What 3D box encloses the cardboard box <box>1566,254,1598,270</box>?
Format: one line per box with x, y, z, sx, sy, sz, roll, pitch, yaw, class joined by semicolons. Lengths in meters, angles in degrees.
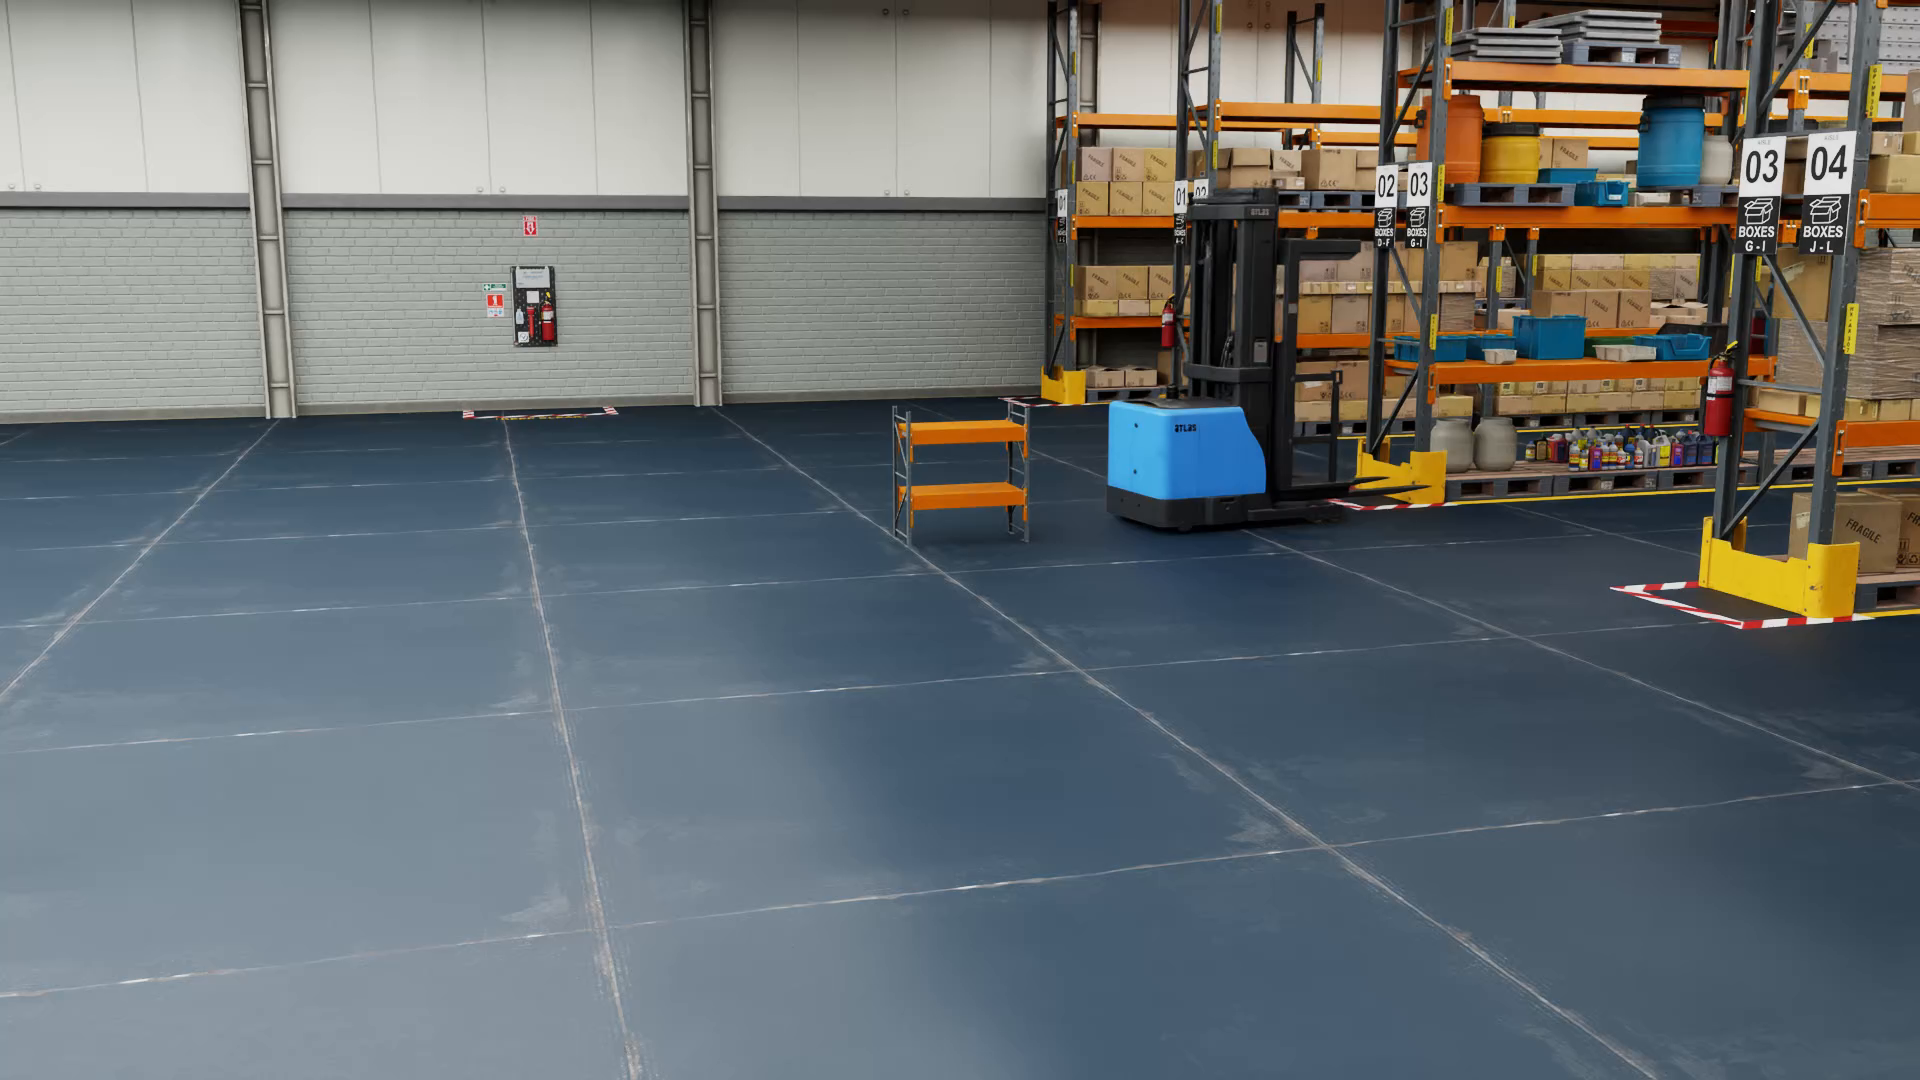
10.227;-4.619;27.626;0.500;0.250;0.500;-3;11;-17;cardboard box

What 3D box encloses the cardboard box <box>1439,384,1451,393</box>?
6.218;-2.230;22.237;0.500;0.500;0.500;-3;11;-16;cardboard box

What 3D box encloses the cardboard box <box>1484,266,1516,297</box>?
8.755;-4.279;27.515;0.500;0.500;0.700;-4;11;-23;cardboard box

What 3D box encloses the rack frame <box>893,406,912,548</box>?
-0.482;-0.528;13.807;0.032;1.125;0.500;-3;11;-16;rack frame

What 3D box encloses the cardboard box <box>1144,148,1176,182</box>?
2.944;-5.682;25.248;0.500;0.500;0.500;-3;11;-14;cardboard box

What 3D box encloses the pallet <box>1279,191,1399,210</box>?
4.770;-4.299;21.072;1.213;0.211;1.003;-3;11;-16;pallet

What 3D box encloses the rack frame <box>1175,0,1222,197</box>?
2.910;-5.724;20.283;0.127;3.000;1.000;-3;11;-16;rack frame

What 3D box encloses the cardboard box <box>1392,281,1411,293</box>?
5.572;-3.242;21.303;0.250;0.149;0.380;-3;11;-16;cardboard box

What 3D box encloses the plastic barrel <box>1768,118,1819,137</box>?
8.559;-3.900;17.276;0.708;0.901;0.600;-3;11;-16;plastic barrel

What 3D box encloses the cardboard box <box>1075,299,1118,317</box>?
2.079;-3.540;25.349;0.500;0.250;0.500;-3;11;-18;cardboard box

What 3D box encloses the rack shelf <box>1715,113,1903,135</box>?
12.511;-5.679;23.134;4.000;0.370;1.077;-3;11;-16;rack shelf

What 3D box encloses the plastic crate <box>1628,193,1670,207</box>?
6.703;-3.309;16.177;0.396;0.136;0.243;-3;11;-16;plastic crate

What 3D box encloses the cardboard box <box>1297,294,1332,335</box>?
4.343;-2.895;21.214;0.500;0.500;0.700;-3;11;-16;cardboard box

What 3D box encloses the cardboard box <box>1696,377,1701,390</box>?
10.157;-2.239;22.809;0.500;0.311;0.500;-3;11;-14;cardboard box

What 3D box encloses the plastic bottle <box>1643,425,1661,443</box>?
7.281;-1.034;17.482;0.185;0.351;0.144;-3;11;-16;plastic bottle

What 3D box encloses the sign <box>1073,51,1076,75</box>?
1.673;-6.989;24.356;0.005;0.325;0.100;-3;11;-16;sign

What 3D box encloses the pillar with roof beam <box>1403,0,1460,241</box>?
8.916;-6.326;23.553;0.548;9.000;9.100;-3;11;-16;pillar with roof beam

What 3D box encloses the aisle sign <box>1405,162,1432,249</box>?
4.304;-3.136;15.616;0.004;0.787;0.394;-3;11;-16;aisle sign

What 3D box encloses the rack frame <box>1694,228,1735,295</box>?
13.044;-4.242;28.802;0.127;3.000;1.000;-3;11;-16;rack frame

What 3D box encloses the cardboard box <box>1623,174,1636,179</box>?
11.153;-5.903;28.052;0.500;0.500;0.700;-3;11;-16;cardboard box

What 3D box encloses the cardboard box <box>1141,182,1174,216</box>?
2.936;-5.190;25.337;0.500;0.500;0.500;-2;11;-13;cardboard box

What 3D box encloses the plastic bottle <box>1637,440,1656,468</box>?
6.942;-0.875;16.823;0.135;0.276;0.152;-3;11;-15;plastic bottle

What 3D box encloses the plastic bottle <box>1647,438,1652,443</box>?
7.046;-0.903;16.953;0.133;0.283;0.061;-3;11;-16;plastic bottle

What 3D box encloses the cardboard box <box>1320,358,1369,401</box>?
4.928;-2.060;21.317;0.500;0.500;0.500;-3;11;-16;cardboard box

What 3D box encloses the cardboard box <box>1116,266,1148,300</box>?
2.542;-3.934;25.421;0.500;0.500;0.500;-3;11;-16;cardboard box

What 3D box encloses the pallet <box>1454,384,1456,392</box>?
8.452;-2.628;27.741;1.213;0.211;1.003;-3;11;-16;pallet

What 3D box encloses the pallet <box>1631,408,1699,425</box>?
9.790;-1.772;23.089;1.213;0.211;1.003;-3;11;-16;pallet

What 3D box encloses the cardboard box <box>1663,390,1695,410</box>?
9.660;-1.937;22.717;0.500;0.250;0.500;-3;11;-17;cardboard box

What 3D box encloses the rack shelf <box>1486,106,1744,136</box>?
8.671;-5.477;22.034;4.000;0.370;1.077;-3;11;-16;rack shelf

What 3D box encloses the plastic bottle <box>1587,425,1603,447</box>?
6.651;-1.028;17.449;0.185;0.351;0.144;-3;11;-16;plastic bottle

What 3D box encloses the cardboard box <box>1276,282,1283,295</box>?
3.840;-3.150;20.806;0.250;0.149;0.380;-3;11;-16;cardboard box

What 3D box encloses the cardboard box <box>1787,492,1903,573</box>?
6.279;-0.057;11.815;0.500;0.500;0.500;-1;10;-5;cardboard box

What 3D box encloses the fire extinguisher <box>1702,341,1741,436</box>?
5.437;-1.087;11.882;0.183;0.674;0.296;-3;11;-16;fire extinguisher

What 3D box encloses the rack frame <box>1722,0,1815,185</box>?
8.131;-5.065;16.705;0.127;3.000;1.000;-3;11;-16;rack frame

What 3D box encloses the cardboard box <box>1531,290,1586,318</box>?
7.998;-3.088;22.258;0.500;0.500;0.500;-2;11;-12;cardboard box

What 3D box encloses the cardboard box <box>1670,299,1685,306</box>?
12.064;-4.016;28.214;0.250;0.149;0.380;-3;11;-16;cardboard box

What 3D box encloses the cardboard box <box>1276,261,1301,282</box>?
3.916;-3.512;20.981;0.500;0.500;0.700;-3;11;-17;cardboard box

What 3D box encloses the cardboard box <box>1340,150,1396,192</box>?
5.134;-4.716;21.261;0.637;0.503;0.797;-2;11;-10;cardboard box

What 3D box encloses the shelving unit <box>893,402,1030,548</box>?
0.006;-0.554;13.947;1.048;1.125;0.538;-3;11;-16;shelving unit

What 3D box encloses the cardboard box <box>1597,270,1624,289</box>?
10.723;-4.274;27.827;0.500;0.500;0.500;-3;11;-16;cardboard box

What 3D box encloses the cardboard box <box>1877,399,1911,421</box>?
6.261;-0.910;11.398;0.250;0.149;0.380;-3;11;-16;cardboard box

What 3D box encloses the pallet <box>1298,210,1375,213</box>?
5.985;-5.232;26.417;1.003;0.211;1.213;-3;11;-16;pallet

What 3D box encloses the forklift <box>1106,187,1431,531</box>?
2.887;-1.668;15.013;3.031;2.935;1.130;-5;11;-24;forklift

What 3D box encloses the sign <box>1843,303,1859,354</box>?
5.827;-1.383;10.881;0.005;0.325;0.100;-3;11;-16;sign

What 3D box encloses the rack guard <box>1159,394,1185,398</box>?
2.887;-1.543;21.046;0.348;0.500;1.175;-3;11;-16;rack guard

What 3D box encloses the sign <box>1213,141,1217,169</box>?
3.059;-4.621;19.943;0.005;0.325;0.100;-3;11;-16;sign

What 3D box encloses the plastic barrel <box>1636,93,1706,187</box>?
7.146;-4.011;16.720;0.708;0.901;0.600;-3;11;-16;plastic barrel

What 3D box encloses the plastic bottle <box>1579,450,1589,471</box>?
6.218;-0.795;16.594;0.097;0.201;0.097;0;10;0;plastic bottle

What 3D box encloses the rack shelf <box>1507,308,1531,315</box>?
11.123;-3.787;28.317;4.000;0.370;1.077;-3;11;-16;rack shelf

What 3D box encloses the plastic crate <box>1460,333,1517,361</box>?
5.313;-1.948;16.755;0.408;0.251;0.499;-3;11;-16;plastic crate

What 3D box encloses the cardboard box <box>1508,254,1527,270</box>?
9.566;-4.681;27.966;0.500;0.250;0.500;-3;11;-14;cardboard box

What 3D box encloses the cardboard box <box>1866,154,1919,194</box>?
6.210;-2.432;11.102;0.500;0.250;0.500;-3;11;-14;cardboard box

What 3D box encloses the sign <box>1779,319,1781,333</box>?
8.275;-2.154;16.700;0.005;0.325;0.100;-3;11;-16;sign

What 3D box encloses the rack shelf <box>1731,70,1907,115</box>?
10.052;-4.616;17.356;4.000;0.370;1.077;-3;11;-16;rack shelf
